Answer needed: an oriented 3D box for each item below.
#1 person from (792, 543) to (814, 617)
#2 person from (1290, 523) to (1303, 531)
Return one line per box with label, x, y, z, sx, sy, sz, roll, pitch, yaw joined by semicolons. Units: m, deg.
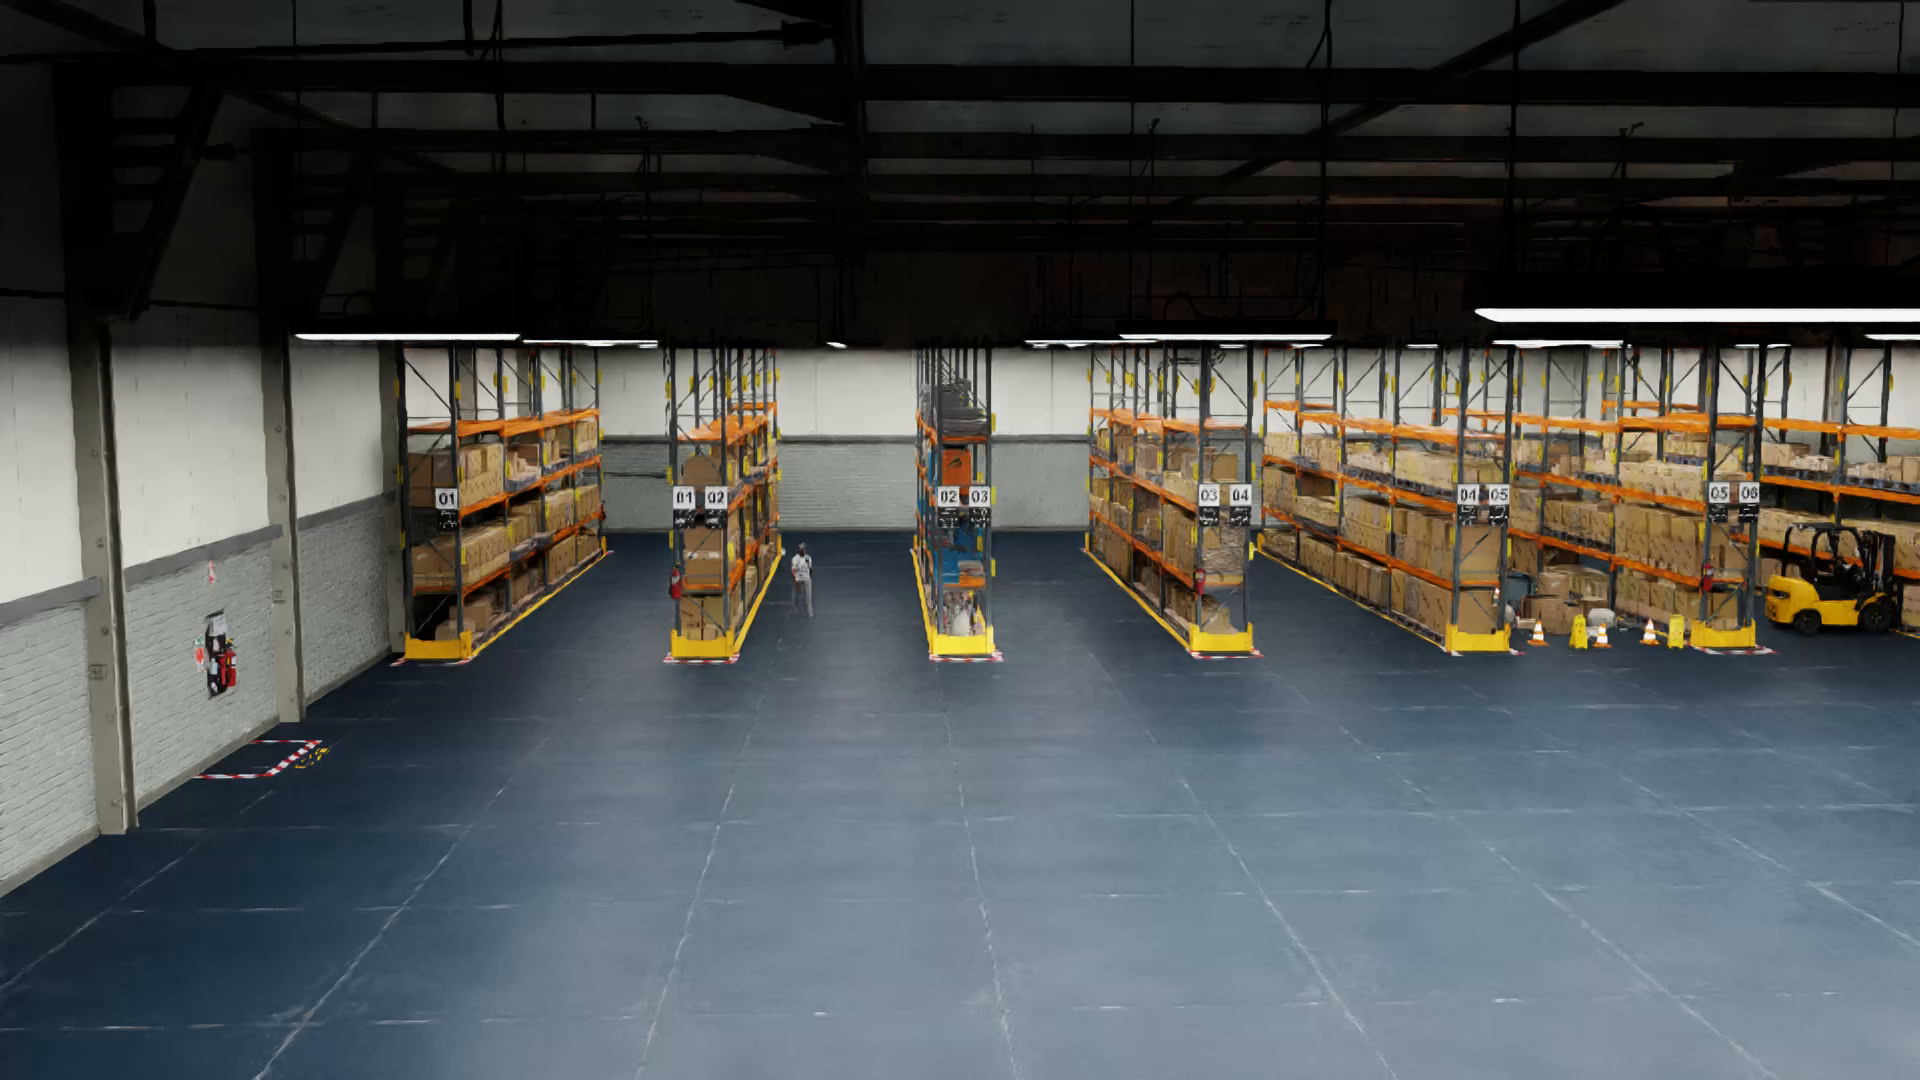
person;-3.403;0.847;35.848;0.470;1.587;1.060;-1;7;-12
person;10.186;-0.801;50.309;0.517;1.644;0.525;4;8;34
